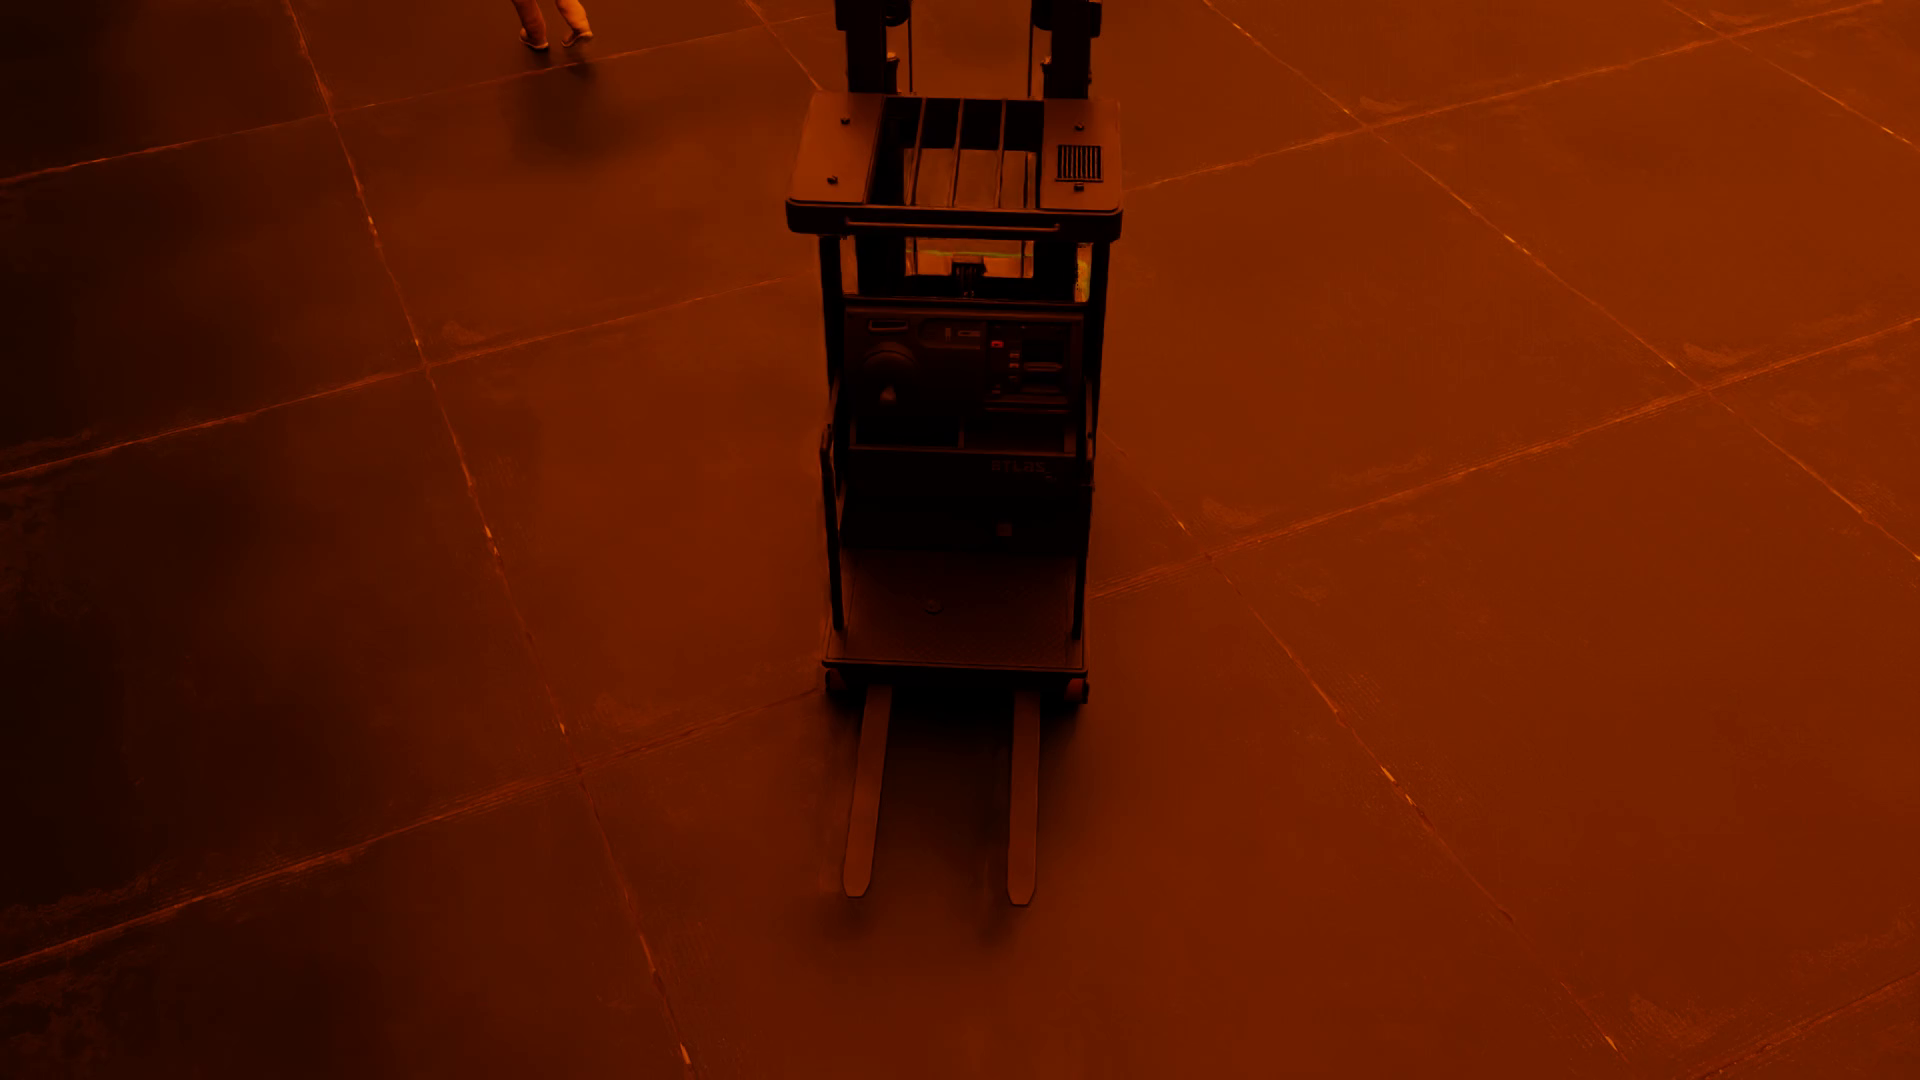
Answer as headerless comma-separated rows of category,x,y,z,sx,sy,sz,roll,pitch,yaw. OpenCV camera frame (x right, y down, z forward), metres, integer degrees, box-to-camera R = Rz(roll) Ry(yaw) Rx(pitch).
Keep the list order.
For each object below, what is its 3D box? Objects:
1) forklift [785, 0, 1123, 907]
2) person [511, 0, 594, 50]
forklift,0.002,-0.617,6.342,1.130,2.935,3.031,2,43,2
person,-2.813,-3.950,10.857,0.651,1.659,0.731,-26,49,-25
